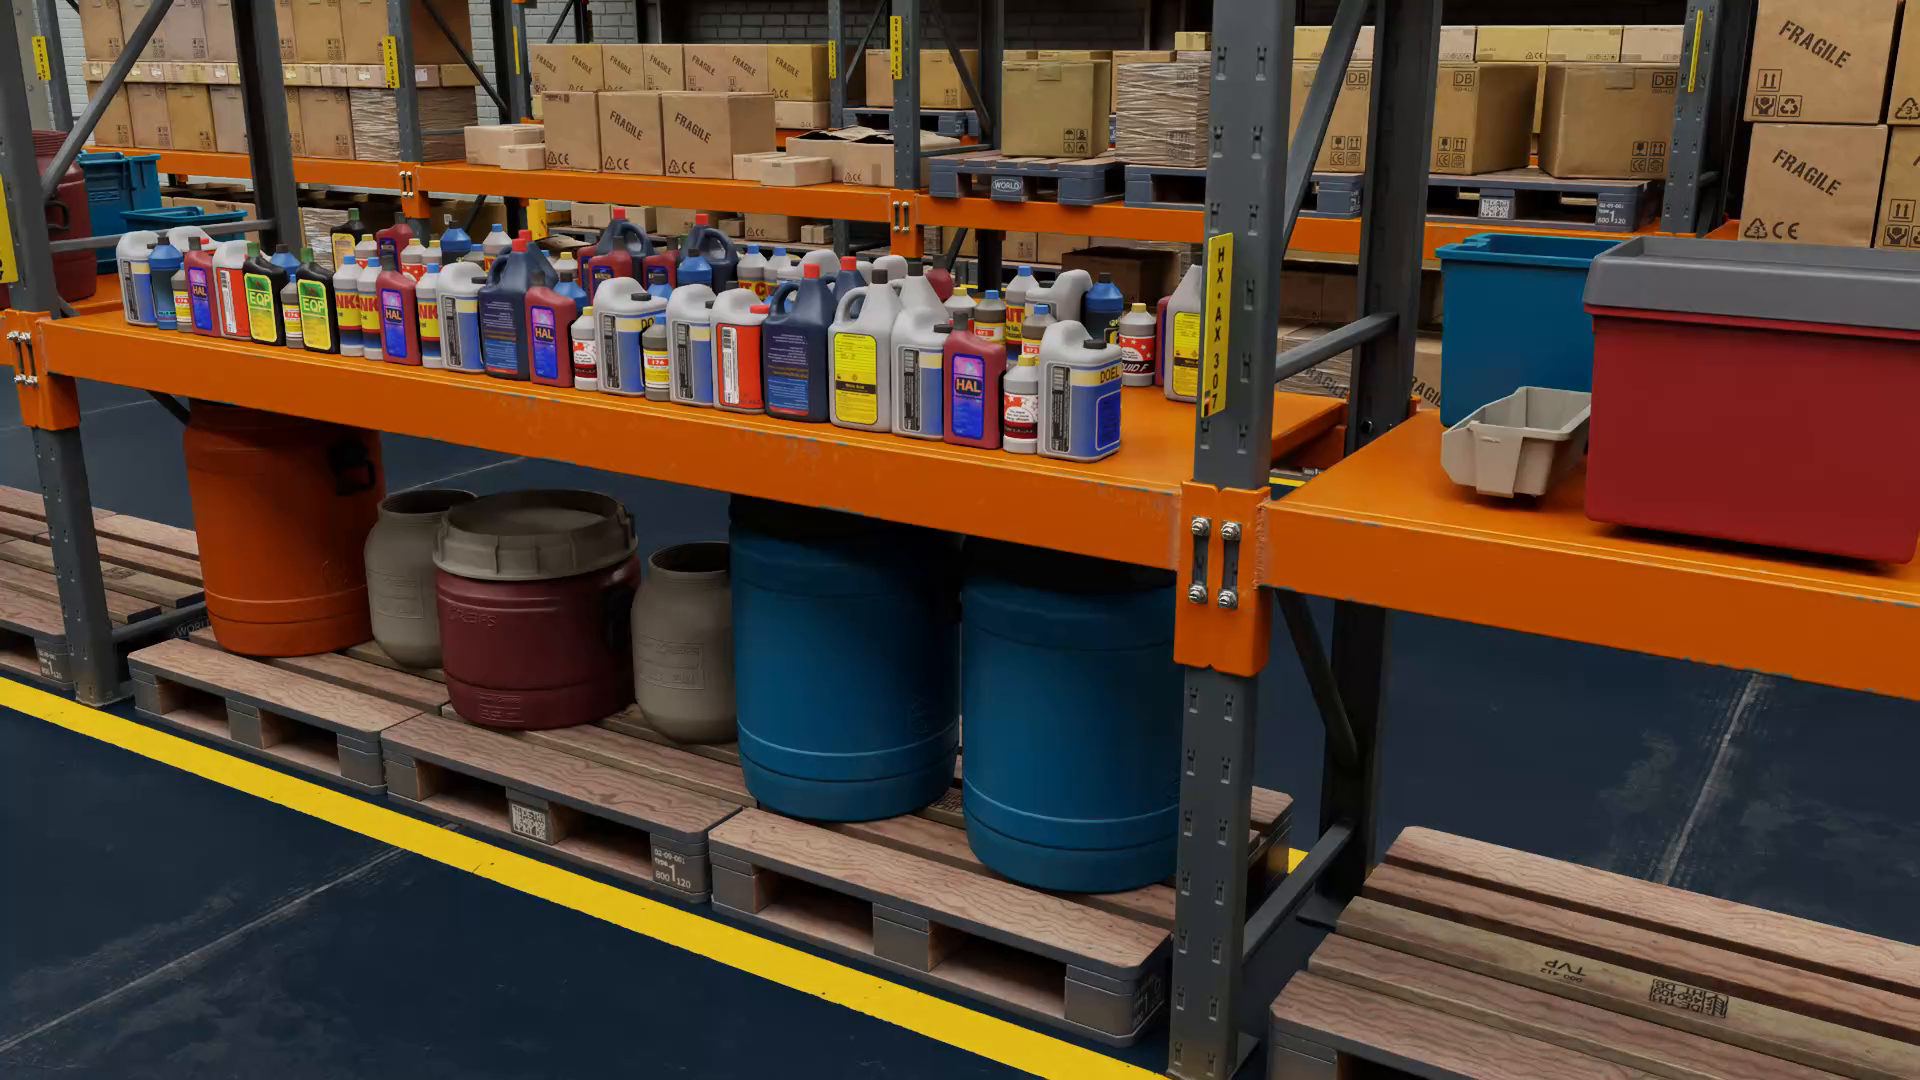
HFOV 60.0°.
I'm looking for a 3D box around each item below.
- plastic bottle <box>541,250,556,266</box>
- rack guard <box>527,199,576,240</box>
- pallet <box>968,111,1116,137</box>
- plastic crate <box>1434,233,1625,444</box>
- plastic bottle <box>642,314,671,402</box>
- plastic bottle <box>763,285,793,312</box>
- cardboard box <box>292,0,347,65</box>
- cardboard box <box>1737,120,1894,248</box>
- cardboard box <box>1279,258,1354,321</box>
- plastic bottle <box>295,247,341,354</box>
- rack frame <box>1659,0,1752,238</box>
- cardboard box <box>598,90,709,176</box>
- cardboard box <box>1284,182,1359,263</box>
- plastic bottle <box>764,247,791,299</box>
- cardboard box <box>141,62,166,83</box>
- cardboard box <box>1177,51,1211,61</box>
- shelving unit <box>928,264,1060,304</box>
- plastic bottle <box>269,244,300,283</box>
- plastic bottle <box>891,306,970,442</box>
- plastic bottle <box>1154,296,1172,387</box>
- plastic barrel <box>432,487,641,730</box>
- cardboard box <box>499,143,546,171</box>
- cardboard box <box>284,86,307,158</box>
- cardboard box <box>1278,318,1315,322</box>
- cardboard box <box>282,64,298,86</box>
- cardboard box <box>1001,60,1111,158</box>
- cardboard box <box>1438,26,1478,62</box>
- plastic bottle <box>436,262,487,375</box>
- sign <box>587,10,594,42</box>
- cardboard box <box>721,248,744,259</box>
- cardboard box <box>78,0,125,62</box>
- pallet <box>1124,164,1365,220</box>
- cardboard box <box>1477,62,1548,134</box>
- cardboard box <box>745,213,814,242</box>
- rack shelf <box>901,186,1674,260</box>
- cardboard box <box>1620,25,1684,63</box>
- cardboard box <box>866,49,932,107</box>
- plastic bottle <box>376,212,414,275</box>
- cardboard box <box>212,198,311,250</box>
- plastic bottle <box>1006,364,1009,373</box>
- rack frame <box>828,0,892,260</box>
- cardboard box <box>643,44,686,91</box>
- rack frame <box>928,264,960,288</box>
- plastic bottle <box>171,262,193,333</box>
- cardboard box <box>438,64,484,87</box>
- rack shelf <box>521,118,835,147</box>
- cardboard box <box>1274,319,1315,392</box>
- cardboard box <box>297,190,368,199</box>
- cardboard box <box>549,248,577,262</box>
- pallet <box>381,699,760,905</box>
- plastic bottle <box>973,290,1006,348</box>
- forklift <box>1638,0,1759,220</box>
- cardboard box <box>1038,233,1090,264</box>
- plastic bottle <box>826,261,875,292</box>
[{"bbox_3d":[-1.299,-0.805,5.212,0.097,0.201,0.097,0,17,0],"label":"plastic bottle"},{"bbox_3d":[-4.218,-3.465,17.928,0.348,0.500,1.175,10,20,30],"label":"rack guard"},{"bbox_3d":[0.826,-3.655,14.582,1.213,0.211,1.003,10,20,30],"label":"pallet"},{"bbox_3d":[1.334,-0.428,3.554,0.575,0.384,0.392,10,20,30],"label":"plastic crate"},{"bbox_3d":[-0.716,-0.442,4.017,0.097,0.201,0.097,0,17,0],"label":"plastic bottle"},{"bbox_3d":[-0.439,-0.478,4.015,0.097,0.271,0.097,0,17,0],"label":"plastic bottle"},{"bbox_3d":[-4.276,-3.648,11.825,0.500,0.500,0.700,10,20,30],"label":"cardboard box"},{"bbox_3d":[3.645,-1.523,7.061,0.500,0.500,0.500,11,20,31],"label":"cardboard box"},{"bbox_3d":[1.789,-1.355,8.935,0.500,0.250,0.500,10,19,29],"label":"cardboard box"},{"bbox_3d":[-1.770,-0.663,4.604,0.133,0.283,0.061,10,20,30],"label":"plastic bottle"},{"bbox_3d":[3.353,-1.620,7.553,0.127,3.000,1.000,10,20,30],"label":"rack frame"},{"bbox_3d":[-1.942,-2.607,10.632,0.500,0.500,0.500,10,20,30],"label":"cardboard box"},{"bbox_3d":[3.092,-2.484,13.373,0.750,0.750,0.750,10,19,29],"label":"cardboard box"},{"bbox_3d":[-0.508,-0.697,4.737,0.097,0.271,0.097,0,17,0],"label":"plastic bottle"},{"bbox_3d":[-5.998,-3.574,12.697,0.250,0.149,0.380,10,19,29],"label":"cardboard box"},{"bbox_3d":[2.129,-3.783,13.745,0.500,0.500,0.700,8,18,24],"label":"cardboard box"},{"bbox_3d":[0.141,-0.549,7.124,0.503,1.200,0.258,10,20,30],"label":"shelving unit"},{"bbox_3d":[-1.940,-0.715,4.795,0.097,0.271,0.097,0,17,0],"label":"plastic bottle"},{"bbox_3d":[-0.058,-0.370,3.651,0.135,0.276,0.152,10,20,30],"label":"plastic bottle"},{"bbox_3d":[0.555,-0.519,4.131,0.133,0.283,0.061,10,20,30],"label":"plastic bottle"},{"bbox_3d":[-1.262,0.193,5.012,0.708,0.588,0.600,10,20,30],"label":"plastic barrel"},{"bbox_3d":[-2.815,-2.531,10.985,0.250,0.149,0.380,10,20,30],"label":"cardboard box"},{"bbox_3d":[-4.723,-3.106,12.274,0.500,0.500,0.700,10,20,31],"label":"cardboard box"},{"bbox_3d":[1.756,-1.001,9.061,0.500,0.500,0.500,9,19,28],"label":"cardboard box"},{"bbox_3d":[-4.673,-3.338,11.922,0.250,0.149,0.380,10,20,30],"label":"cardboard box"},{"bbox_3d":[0.541,-2.409,9.257,0.500,0.500,0.700,4,17,12],"label":"cardboard box"},{"bbox_3d":[3.673,-3.725,12.474,0.500,0.250,0.500,10,20,30],"label":"cardboard box"},{"bbox_3d":[-1.269,-0.586,4.362,0.135,0.276,0.152,10,20,30],"label":"plastic bottle"},{"bbox_3d":[-3.975,-5.512,17.831,0.005,0.325,0.100,10,20,30],"label":"sign"},{"bbox_3d":[-1.671,-1.768,11.085,0.500,0.311,0.500,10,19,29],"label":"cardboard box"},{"bbox_3d":[-6.436,-4.031,13.088,0.500,0.500,0.700,10,20,30],"label":"cardboard box"},{"bbox_3d":[1.605,-1.842,8.613,1.213,0.211,1.003,10,20,30],"label":"pallet"},{"bbox_3d":[4.126,-3.283,12.310,0.500,0.500,0.500,11,20,32],"label":"cardboard box"},{"bbox_3d":[-1.780,-3.226,16.386,0.500,0.500,0.500,8,19,26],"label":"cardboard box"},{"bbox_3d":[1.649,-1.580,8.659,4.000,0.370,1.077,10,20,30],"label":"rack shelf"},{"bbox_3d":[4.980,-3.494,11.713,0.500,0.250,0.500,11,20,31],"label":"cardboard box"},{"bbox_3d":[-0.458,-4.237,15.238,0.500,0.500,0.700,10,20,30],"label":"cardboard box"},{"bbox_3d":[-1.886,-0.955,5.566,0.133,0.283,0.061,10,20,30],"label":"plastic bottle"},{"bbox_3d":[-5.255,-2.324,12.588,0.500,0.500,0.500,10,20,30],"label":"cardboard box"},{"bbox_3d":[0.058,-0.325,3.631,0.097,0.201,0.097,0,17,0],"label":"plastic bottle"},{"bbox_3d":[-0.874,-4.064,15.599,0.127,3.000,1.000,10,20,30],"label":"rack frame"},{"bbox_3d":[-2.734,-4.589,16.260,0.500,0.500,0.500,11,20,32],"label":"cardboard box"},{"bbox_3d":[-0.067,-0.586,7.246,0.015,1.200,0.240,10,20,30],"label":"rack frame"},{"bbox_3d":[-2.284,-0.722,4.938,0.097,0.201,0.097,0,17,0],"label":"plastic bottle"},{"bbox_3d":[-3.591,-3.284,11.742,0.250,0.149,0.380,10,20,30],"label":"cardboard box"},{"bbox_3d":[-2.579,-4.024,16.705,4.000,0.370,1.077,10,20,30],"label":"rack shelf"},{"bbox_3d":[1.505,-0.869,8.624,0.500,0.500,0.500,9,19,28],"label":"cardboard box"},{"bbox_3d":[-4.974,-2.456,13.025,0.500,0.500,0.500,10,20,30],"label":"cardboard box"},{"bbox_3d":[-2.818,-1.788,11.151,0.500,0.311,0.500,10,19,29],"label":"cardboard box"},{"bbox_3d":[-0.921,0.628,4.952,1.213,0.211,1.003,10,20,30],"label":"pallet"},{"bbox_3d":[0.084,-0.558,4.399,0.097,0.201,0.097,0,17,0],"label":"plastic bottle"},{"bbox_3d":[4.284,-2.210,9.613,3.031,2.935,1.130,10,19,29],"label":"forklift"},{"bbox_3d":[1.077,-2.742,14.792,0.500,0.500,0.700,10,20,30],"label":"cardboard box"},{"bbox_3d":[-0.306,-0.602,4.416,0.135,0.276,0.152,10,20,30],"label":"plastic bottle"}]
